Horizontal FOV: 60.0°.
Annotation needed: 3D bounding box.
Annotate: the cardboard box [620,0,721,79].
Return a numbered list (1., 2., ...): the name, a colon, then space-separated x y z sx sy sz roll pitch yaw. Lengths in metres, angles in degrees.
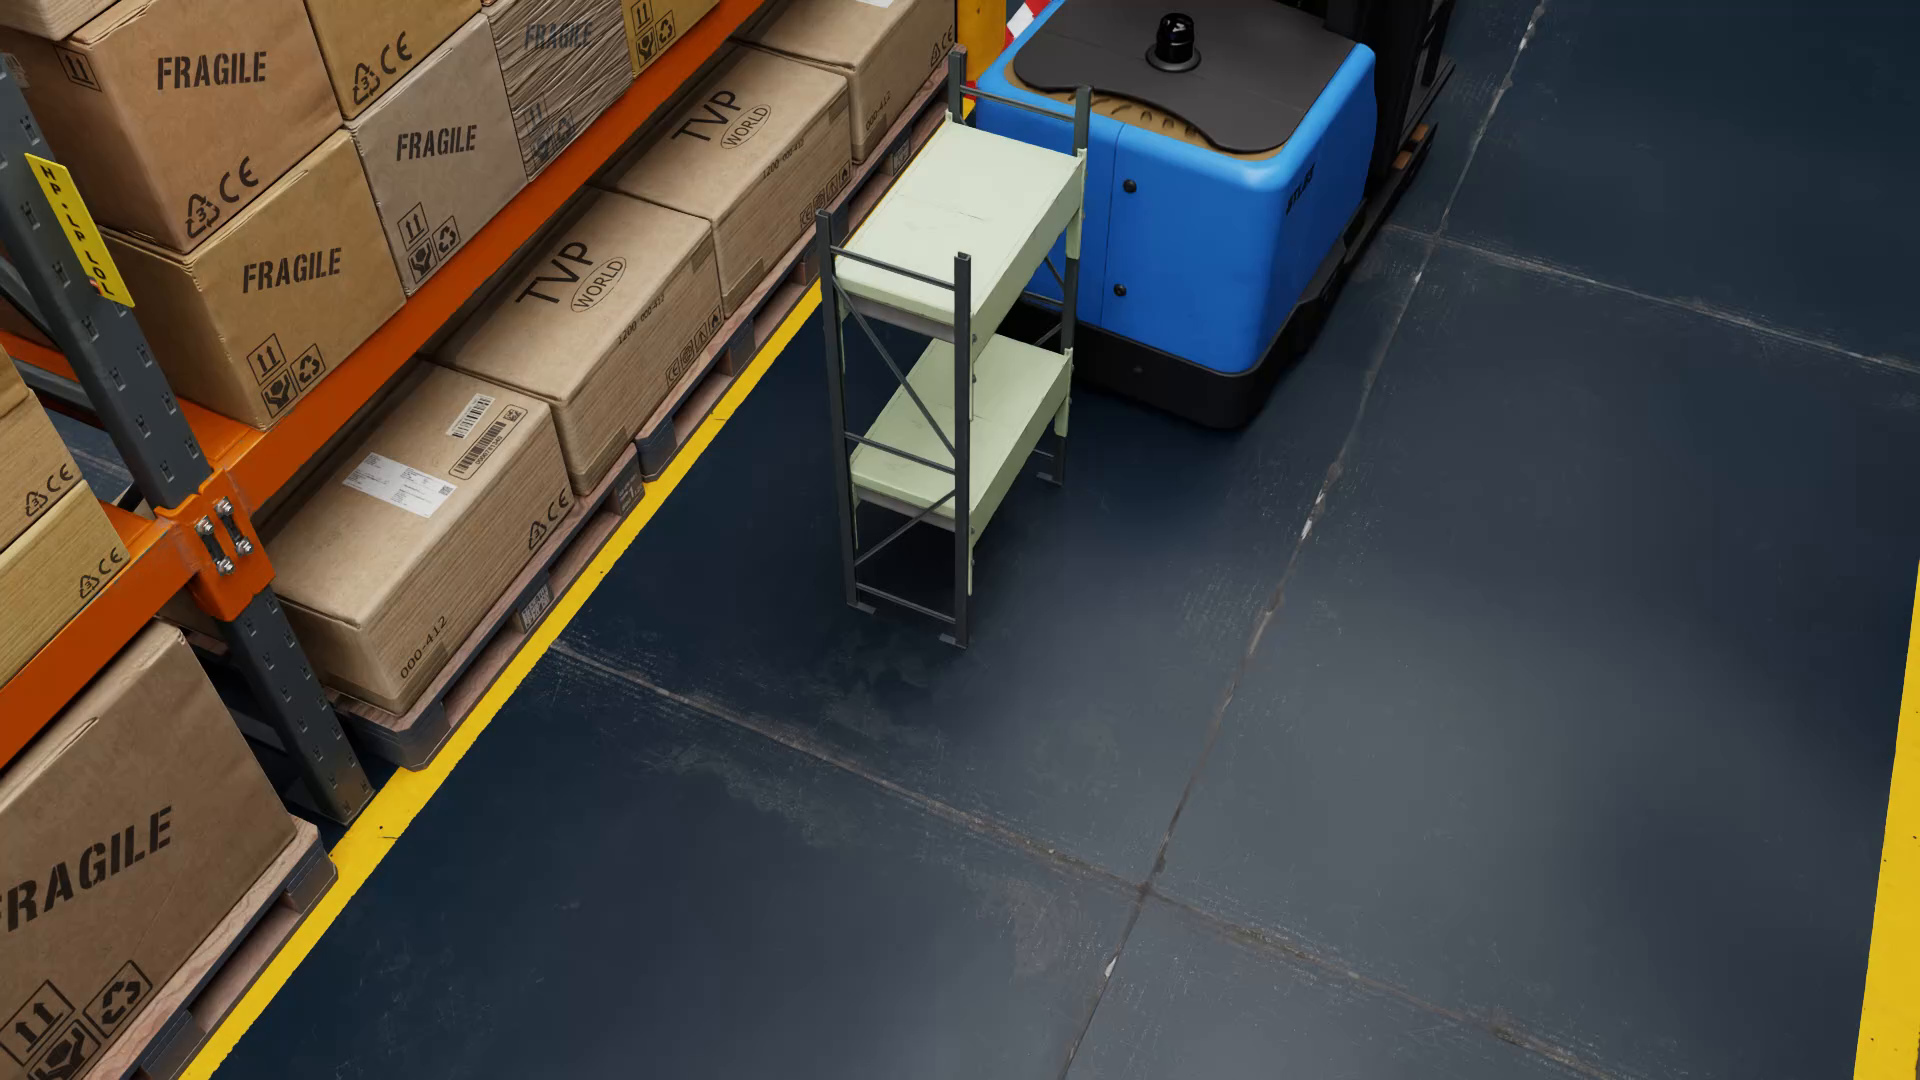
1. cardboard box: -1.014 -1.695 4.657 0.500 0.500 0.500 21 53 17

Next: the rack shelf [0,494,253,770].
1. rack shelf: -2.963 1.226 2.709 1.077 0.370 4.000 20 52 16

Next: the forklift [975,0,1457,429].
1. forklift: 1.193 -2.440 5.401 1.130 2.935 3.031 23 53 18

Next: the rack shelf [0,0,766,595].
1. rack shelf: -1.254 -1.528 5.053 1.077 0.370 4.000 20 52 16

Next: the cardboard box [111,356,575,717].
1. cardboard box: -1.744 -0.087 4.761 0.875 0.438 0.875 19 52 16

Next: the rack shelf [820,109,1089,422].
1. rack shelf: -0.003 -0.734 4.378 0.431 0.370 0.720 20 52 16

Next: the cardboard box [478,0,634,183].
1. cardboard box: -1.235 -1.340 4.355 0.500 0.500 0.500 20 53 16

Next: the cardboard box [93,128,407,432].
1. cardboard box: -1.672 -0.654 3.772 0.500 0.500 0.500 21 53 17

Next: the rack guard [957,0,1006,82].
1. rack guard: -0.390 -2.345 6.917 1.175 0.500 0.348 20 52 16

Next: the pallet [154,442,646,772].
1. pallet: -1.713 0.021 5.093 1.003 0.211 1.213 20 52 16

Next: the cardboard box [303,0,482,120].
1. cardboard box: -1.465 -1.335 3.695 0.500 0.500 0.500 19 52 16

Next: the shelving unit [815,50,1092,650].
1. shelving unit: -0.003 -0.481 4.675 0.431 1.500 0.755 20 52 16

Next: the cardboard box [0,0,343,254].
1. cardboard box: -1.686 -0.990 3.400 0.500 0.500 0.500 20 53 16

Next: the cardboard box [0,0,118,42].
1. cardboard box: -1.739 -1.084 3.054 0.380 0.149 0.250 19 52 16

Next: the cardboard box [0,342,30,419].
1. cardboard box: -2.073 -0.351 2.857 0.500 0.500 0.500 21 53 17

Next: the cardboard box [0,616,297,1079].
1. cardboard box: -2.301 0.621 3.871 0.875 0.875 0.875 21 53 17

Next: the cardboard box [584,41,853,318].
1. cardboard box: -0.975 -1.324 5.814 0.875 0.438 0.875 21 53 17

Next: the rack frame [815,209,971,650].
1. rack frame: -0.159 -0.229 4.460 0.400 1.500 0.023 20 52 16

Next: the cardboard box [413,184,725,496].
1. cardboard box: -1.362 -0.704 5.286 0.875 0.438 0.875 18 52 15

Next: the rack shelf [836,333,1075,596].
1. rack shelf: -0.003 -0.270 4.923 0.431 0.370 0.720 20 52 16

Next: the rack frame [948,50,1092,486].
1. rack frame: 0.154 -0.733 4.889 0.400 1.500 0.023 20 52 16

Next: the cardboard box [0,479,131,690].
1. cardboard box: -2.072 0.055 3.332 0.500 0.250 0.500 19 52 15

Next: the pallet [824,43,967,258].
1. pallet: -0.671 -1.659 6.523 1.003 0.211 1.213 20 52 16

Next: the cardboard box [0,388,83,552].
1. cardboard box: -2.077 -0.115 3.148 0.500 0.250 0.500 20 52 16

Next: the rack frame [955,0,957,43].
1. rack frame: -0.400 -3.138 5.951 1.000 3.000 0.127 20 52 16

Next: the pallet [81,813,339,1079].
1. pallet: -2.370 1.075 4.196 1.003 0.211 1.213 20 52 16

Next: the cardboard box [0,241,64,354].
1. cardboard box: -2.142 -0.819 3.912 0.500 0.500 0.500 20 53 16

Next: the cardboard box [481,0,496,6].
1. cardboard box: -1.236 -1.684 3.992 0.500 0.500 0.500 21 53 17

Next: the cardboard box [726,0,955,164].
1. cardboard box: -0.591 -1.957 6.352 0.875 0.438 0.875 18 52 15

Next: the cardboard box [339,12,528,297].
1. cardboard box: -1.453 -1.000 4.065 0.500 0.500 0.500 20 53 16

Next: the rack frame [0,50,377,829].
1. rack frame: -2.109 -0.384 3.607 1.000 3.000 0.127 20 52 16

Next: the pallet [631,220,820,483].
1. pallet: -1.193 -0.822 5.811 1.003 0.211 1.213 20 52 16

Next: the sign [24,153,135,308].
1. sign: -1.614 -0.564 3.052 0.100 0.325 0.005 20 52 16
